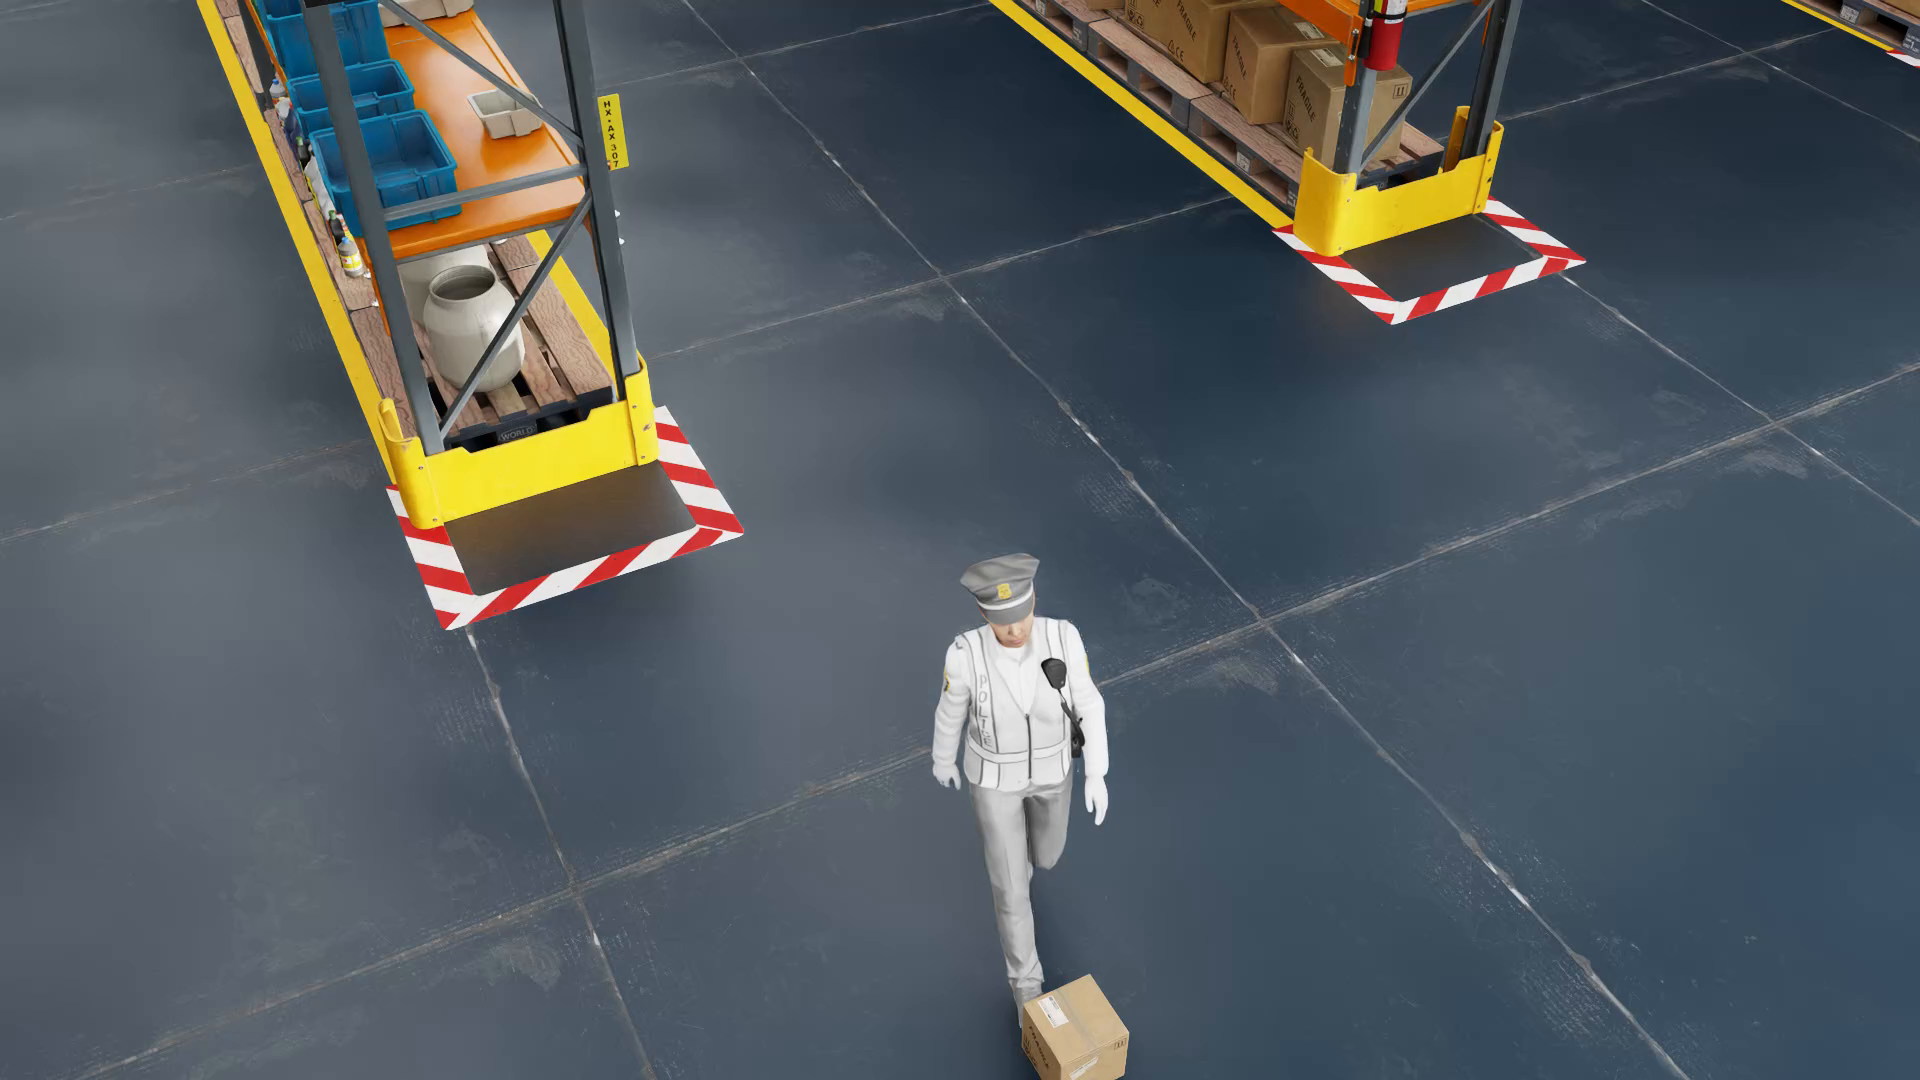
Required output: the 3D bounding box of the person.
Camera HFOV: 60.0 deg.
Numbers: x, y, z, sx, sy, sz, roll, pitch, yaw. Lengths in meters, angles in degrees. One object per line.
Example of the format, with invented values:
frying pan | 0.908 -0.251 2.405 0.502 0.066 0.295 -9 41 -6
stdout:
person | 0.229 0.791 5.274 0.534 1.615 0.897 -10 42 -11
